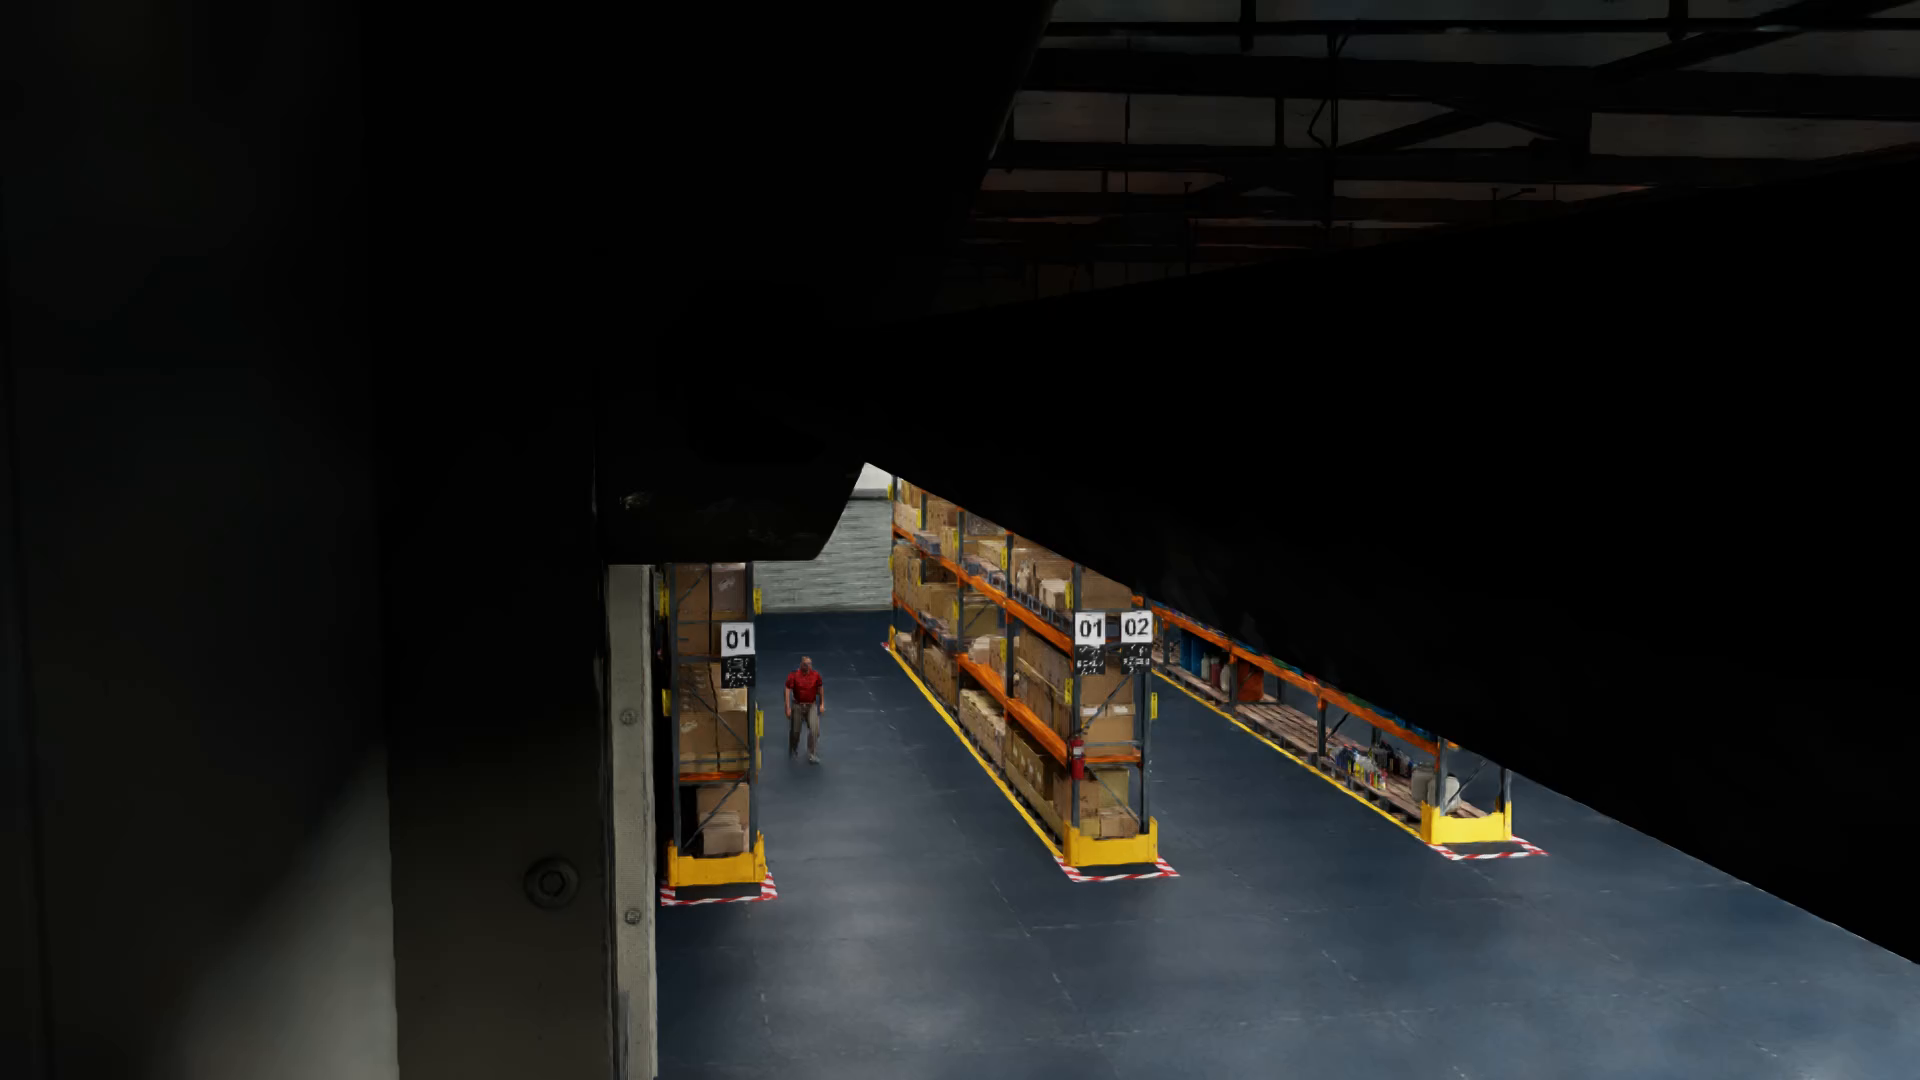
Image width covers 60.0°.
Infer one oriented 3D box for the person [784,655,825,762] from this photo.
[{"bbox_3d":[-2.486,2.639,26.413,0.672,1.693,0.701,-2,7,-19],"label":"person"}]
